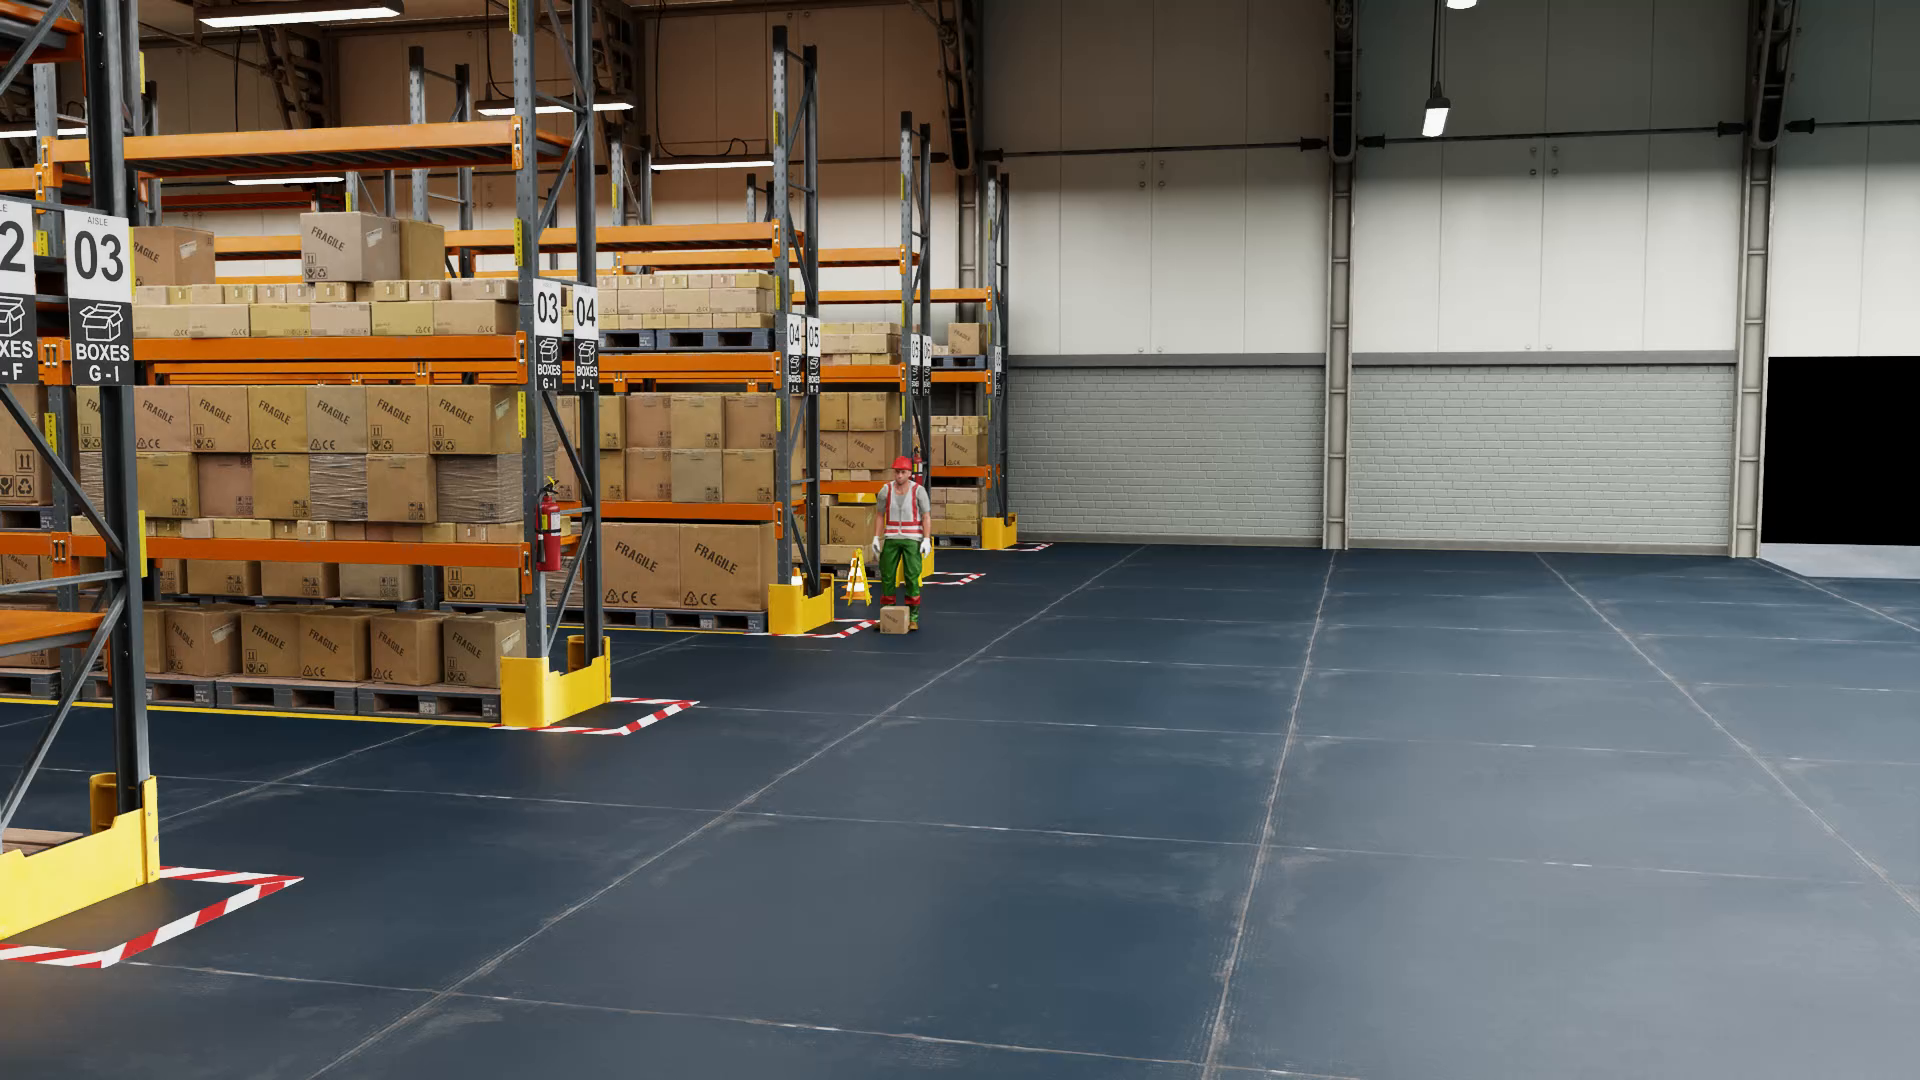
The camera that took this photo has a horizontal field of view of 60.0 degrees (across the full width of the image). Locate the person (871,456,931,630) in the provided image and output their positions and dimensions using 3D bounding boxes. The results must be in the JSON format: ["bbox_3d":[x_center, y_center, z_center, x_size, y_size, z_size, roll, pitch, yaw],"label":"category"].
[{"bbox_3d":[-0.596,0.031,17.000,0.623,1.780,0.449,1,5,12],"label":"person"}]
